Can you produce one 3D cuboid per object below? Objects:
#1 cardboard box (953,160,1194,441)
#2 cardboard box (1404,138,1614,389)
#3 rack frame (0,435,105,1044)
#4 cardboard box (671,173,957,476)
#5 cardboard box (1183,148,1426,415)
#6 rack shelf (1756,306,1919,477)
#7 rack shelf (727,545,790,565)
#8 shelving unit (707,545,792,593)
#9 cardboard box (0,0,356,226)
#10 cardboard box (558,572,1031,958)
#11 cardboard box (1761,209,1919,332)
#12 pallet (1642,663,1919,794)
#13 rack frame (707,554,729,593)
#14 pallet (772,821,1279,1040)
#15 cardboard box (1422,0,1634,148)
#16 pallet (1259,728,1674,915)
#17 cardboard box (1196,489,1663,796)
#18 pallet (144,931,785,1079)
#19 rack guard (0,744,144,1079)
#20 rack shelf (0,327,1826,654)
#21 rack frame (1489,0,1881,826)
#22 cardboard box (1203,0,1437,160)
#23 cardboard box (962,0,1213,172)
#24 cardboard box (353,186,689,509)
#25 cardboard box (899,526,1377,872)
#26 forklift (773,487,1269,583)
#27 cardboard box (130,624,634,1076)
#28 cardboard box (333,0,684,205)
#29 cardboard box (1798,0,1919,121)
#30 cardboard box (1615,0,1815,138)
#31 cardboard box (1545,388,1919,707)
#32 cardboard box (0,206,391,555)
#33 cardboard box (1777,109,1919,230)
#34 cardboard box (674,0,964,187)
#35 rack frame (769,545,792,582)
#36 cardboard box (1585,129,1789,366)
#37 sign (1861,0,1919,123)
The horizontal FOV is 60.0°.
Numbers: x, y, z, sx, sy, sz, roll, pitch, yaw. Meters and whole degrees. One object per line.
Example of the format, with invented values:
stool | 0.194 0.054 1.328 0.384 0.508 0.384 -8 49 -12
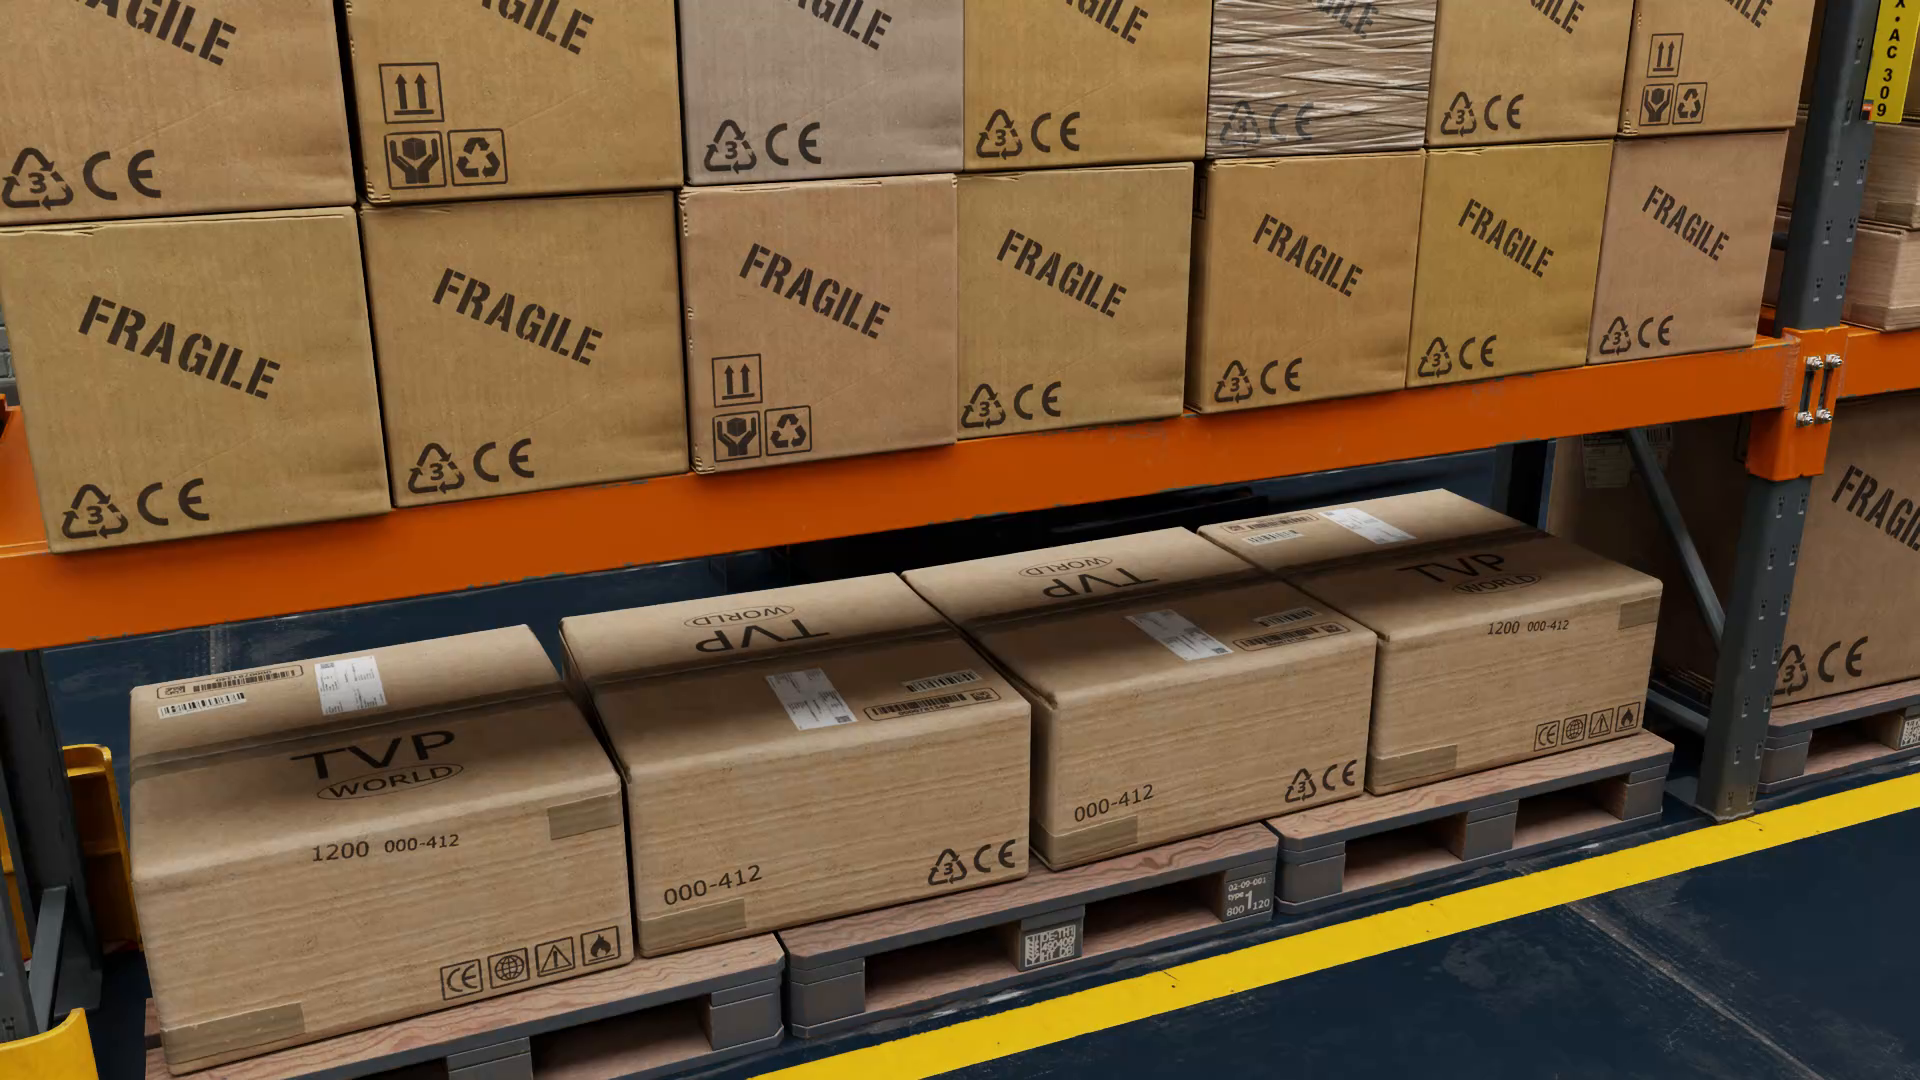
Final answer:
cardboard box | 0.121 -0.526 3.350 0.500 0.500 0.500 -7 21 -20
cardboard box | 1.064 -0.661 3.733 0.500 0.500 0.500 -9 21 -23
rack frame | -1.814 -0.296 2.847 0.127 3.000 1.000 -8 21 -22
cardboard box | -0.332 -0.455 3.148 0.500 0.500 0.500 -8 21 -22
cardboard box | 0.608 -0.591 3.532 0.500 0.500 0.500 -8 21 -23
rack shelf | 3.695 -0.746 5.208 4.000 0.370 1.077 -8 21 -22
rack shelf | -0.773 -0.080 6.037 0.240 0.259 0.215 -10 22 -27
shelving unit | -0.773 -0.352 5.941 0.252 1.050 0.215 -10 22 -27
cardboard box | -1.260 -0.791 2.597 0.500 0.500 0.500 -9 21 -23
cardboard box | -0.411 0.474 3.885 0.875 0.438 0.875 -8 21 -20
cardboard box | 2.367 -0.729 4.302 0.500 0.250 0.500 -9 21 -23
pallet | 2.537 0.368 5.158 1.213 0.211 1.003 -8 21 -22
rack frame | -0.880 -0.333 5.886 0.008 1.050 0.200 -10 22 -27
pallet | 0.008 0.731 4.129 1.213 0.211 1.003 -8 21 -22
cardboard box | 1.066 -1.131 3.561 0.500 0.500 0.500 -8 21 -23
pallet | 1.130 0.569 4.588 1.213 0.211 1.003 -8 21 -22
cardboard box | 1.240 0.238 4.555 0.875 0.438 0.875 -8 21 -23
pallet | -1.111 0.890 3.676 1.213 0.211 1.003 -8 21 -22
rack guard | -1.836 0.886 3.253 0.348 0.500 1.175 -8 21 -22
rack shelf | 0.022 -0.220 3.714 4.000 0.370 1.077 -8 21 -22
rack frame | 1.859 -0.822 4.341 0.127 3.000 1.000 -8 21 -22
cardboard box | 0.602 -1.061 3.362 0.500 0.500 0.500 -8 21 -21
cardboard box | 0.138 -0.997 3.182 0.500 0.500 0.500 -8 21 -22
cardboard box | -0.806 -0.394 2.974 0.500 0.500 0.500 -8 21 -23
cardboard box | 0.418 0.356 4.220 0.875 0.438 0.875 -9 21 -24
forklift | 0.643 -1.518 6.420 3.031 2.935 1.130 -10 22 -27
cardboard box | -1.248 0.597 3.536 0.875 0.438 0.875 -9 21 -24
cardboard box | -0.789 -0.861 2.796 0.500 0.500 0.500 -9 21 -23
cardboard box | 2.377 -1.311 4.074 0.500 0.500 0.500 -8 21 -21
cardboard box | 1.535 -1.195 3.743 0.500 0.500 0.500 -8 21 -22
cardboard box | 2.396 -0.124 4.925 0.875 0.875 0.875 -7 21 -20
cardboard box | -1.260 -0.319 2.761 0.500 0.500 0.500 -8 21 -22
cardboard box | 2.375 -0.959 4.203 0.500 0.250 0.500 -9 21 -23
cardboard box | -0.319 -0.931 2.995 0.500 0.500 0.500 -8 21 -22
rack frame | -0.666 -0.372 5.996 0.008 1.050 0.200 -10 22 -27
cardboard box | 1.534 -0.731 3.930 0.500 0.500 0.500 -8 21 -21
sign | 2.080 -1.099 3.704 0.005 0.325 0.100 -8 21 -22
